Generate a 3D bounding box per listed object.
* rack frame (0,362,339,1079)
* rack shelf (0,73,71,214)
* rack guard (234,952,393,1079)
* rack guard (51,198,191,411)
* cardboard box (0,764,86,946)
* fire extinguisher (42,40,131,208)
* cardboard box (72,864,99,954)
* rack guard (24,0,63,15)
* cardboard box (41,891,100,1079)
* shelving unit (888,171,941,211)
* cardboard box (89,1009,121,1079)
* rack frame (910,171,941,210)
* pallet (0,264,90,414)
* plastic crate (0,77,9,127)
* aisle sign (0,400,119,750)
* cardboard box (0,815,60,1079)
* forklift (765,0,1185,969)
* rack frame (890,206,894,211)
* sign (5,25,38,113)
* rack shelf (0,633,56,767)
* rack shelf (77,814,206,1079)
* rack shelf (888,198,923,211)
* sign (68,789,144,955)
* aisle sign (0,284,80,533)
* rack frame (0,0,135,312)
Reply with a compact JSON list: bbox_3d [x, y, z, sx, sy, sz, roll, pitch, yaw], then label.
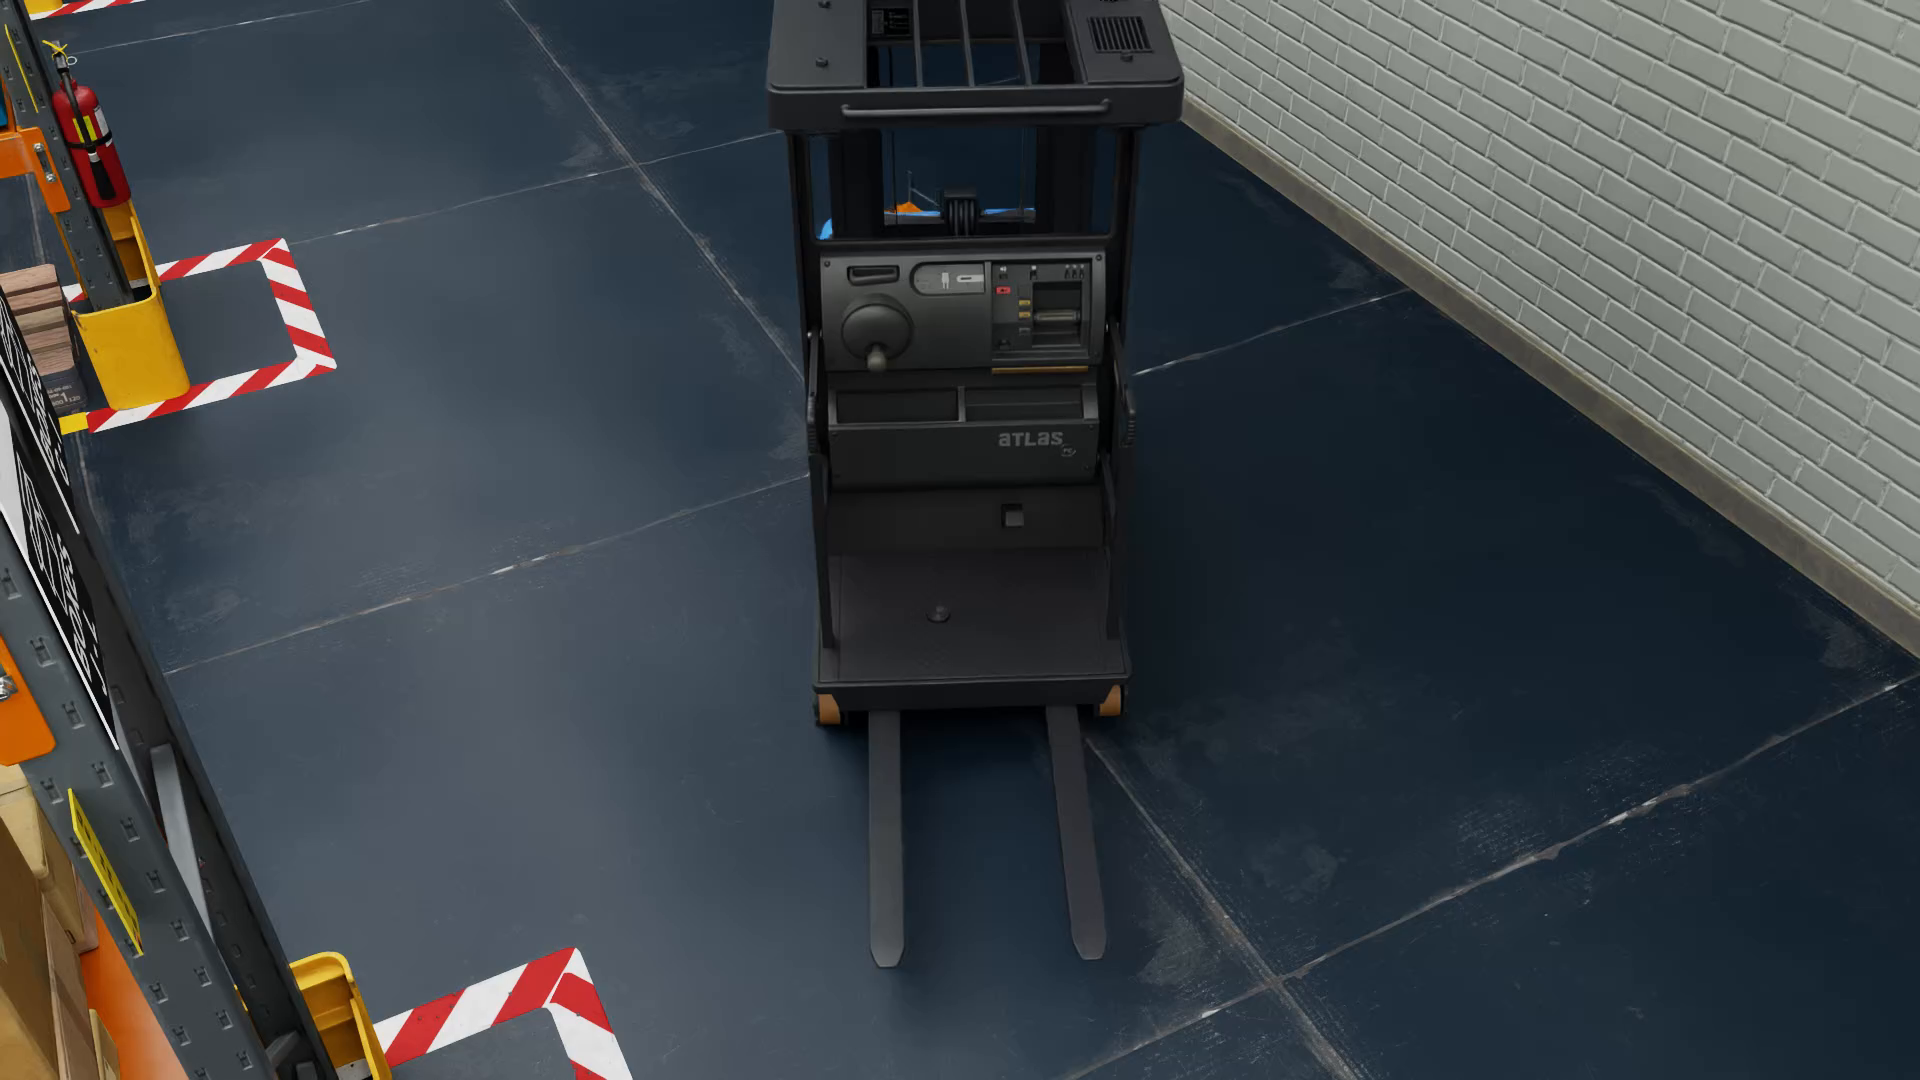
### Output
[{"bbox_3d":[-1.626,0.762,3.528,0.053,2.616,0.949,-19,44,-21],"label":"rack frame"},{"bbox_3d":[-5.690,-1.207,6.411,4.000,0.370,1.077,-19,44,-21],"label":"rack shelf"},{"bbox_3d":[-1.607,1.707,4.347,0.348,0.500,1.175,-19,44,-21],"label":"rack guard"},{"bbox_3d":[-3.900,-1.139,7.708,0.348,0.500,1.175,-19,44,-21],"label":"rack guard"},{"bbox_3d":[-2.178,0.692,3.496,0.500,0.250,0.500,-20,44,-22],"label":"cardboard box"},{"bbox_3d":[-3.572,-1.691,6.775,0.183,0.674,0.296,-19,44,-21],"label":"fire extinguisher"},{"bbox_3d":[-2.095,0.773,3.710,0.250,0.149,0.380,-18,43,-20],"label":"cardboard box"},{"bbox_3d":[-6.268,-3.941,11.019,0.348,0.500,1.175,-19,44,-21],"label":"rack guard"},{"bbox_3d":[-1.935,1.000,3.132,0.500,0.250,0.500,-19,44,-21],"label":"cardboard box"},{"bbox_3d":[-0.238,-1.039,7.164,0.252,1.050,0.215,-28,48,-29],"label":"shelving unit"},{"bbox_3d":[-1.792,1.151,3.263,0.250,0.149,0.380,-18,43,-20],"label":"cardboard box"},{"bbox_3d":[-0.144,-1.089,7.224,0.008,1.050,0.200,-28,48,-29],"label":"rack frame"},{"bbox_3d":[-4.665,-0.790,7.520,1.213,0.211,1.003,-19,44,-21],"label":"pallet"},{"bbox_3d":[-4.126,-1.908,6.608,0.499,0.435,0.616,-19,44,-21],"label":"plastic crate"},{"bbox_3d":[-1.425,-0.082,2.513,0.004,0.787,0.394,-19,44,-21],"label":"aisle sign"},{"bbox_3d":[-1.939,0.713,2.891,0.500,0.500,0.500,-18,43,-20],"label":"cardboard box"},{"bbox_3d":[0.023,-0.672,5.276,1.130,2.935,3.031,-2,40,-2],"label":"forklift"},{"bbox_3d":[-0.333,-0.989,7.105,0.008,1.050,0.200,-28,48,-29],"label":"rack frame"},{"bbox_3d":[-3.647,-1.830,6.464,0.005,0.325,0.100,-19,44,-21],"label":"sign"},{"bbox_3d":[-3.402,0.486,2.089,4.000,0.370,1.077,-19,44,-21],"label":"rack shelf"},{"bbox_3d":[-3.402,1.631,3.058,4.000,0.370,1.077,-19,44,-21],"label":"rack shelf"},{"bbox_3d":[-0.239,-1.248,6.988,0.240,0.259,0.215,-28,48,-29],"label":"rack shelf"},{"bbox_3d":[-1.390,0.543,2.708,0.005,0.325,0.100,-19,44,-21],"label":"sign"},{"bbox_3d":[-1.703,-0.426,2.919,0.004,0.787,0.394,-19,44,-21],"label":"aisle sign"},{"bbox_3d":[-3.916,-2.078,6.884,0.127,3.000,1.000,-19,44,-21],"label":"rack frame"}]
